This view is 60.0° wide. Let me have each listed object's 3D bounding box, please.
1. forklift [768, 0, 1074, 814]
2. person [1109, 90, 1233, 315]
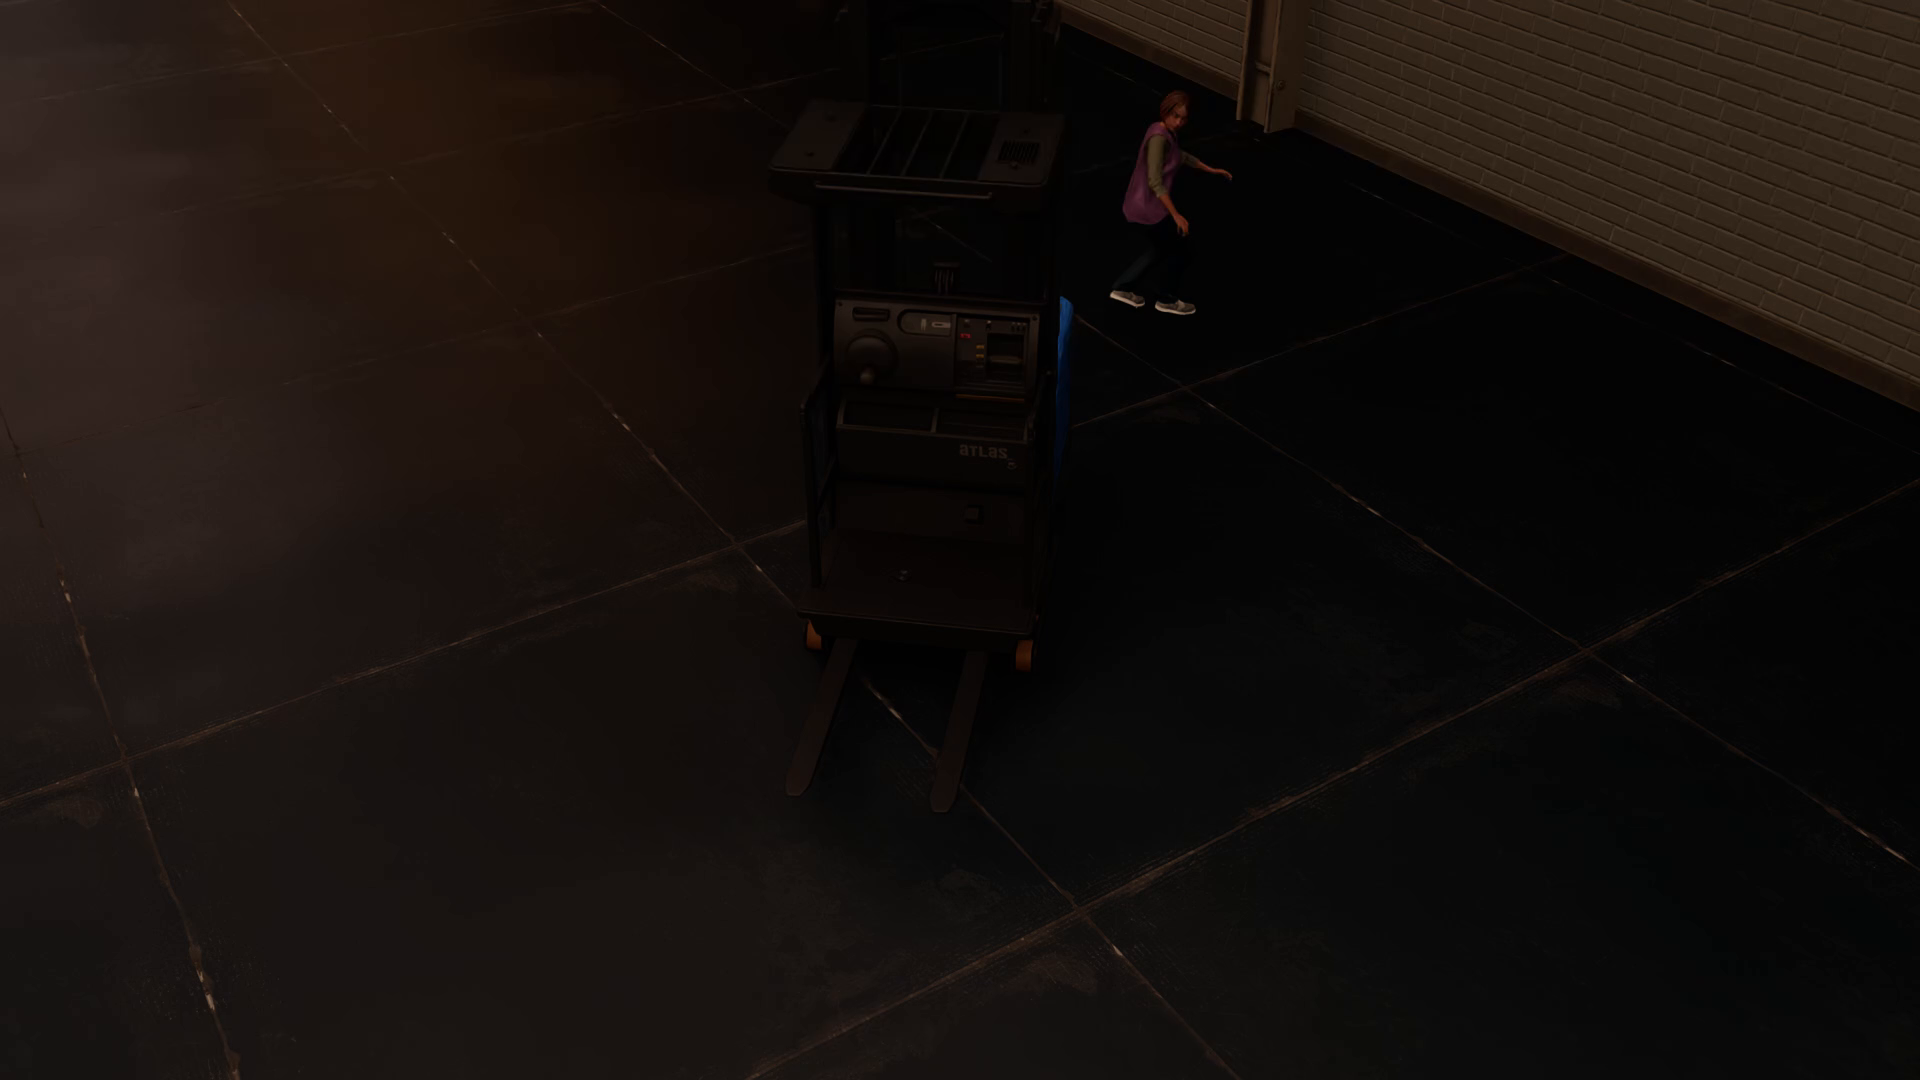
[{"bbox_3d":[-0.140,-0.801,7.288,1.130,2.935,3.031,5,35,8],"label":"forklift"},{"bbox_3d":[1.338,-2.035,10.323,0.758,1.477,0.738,-2,35,-3],"label":"person"}]
